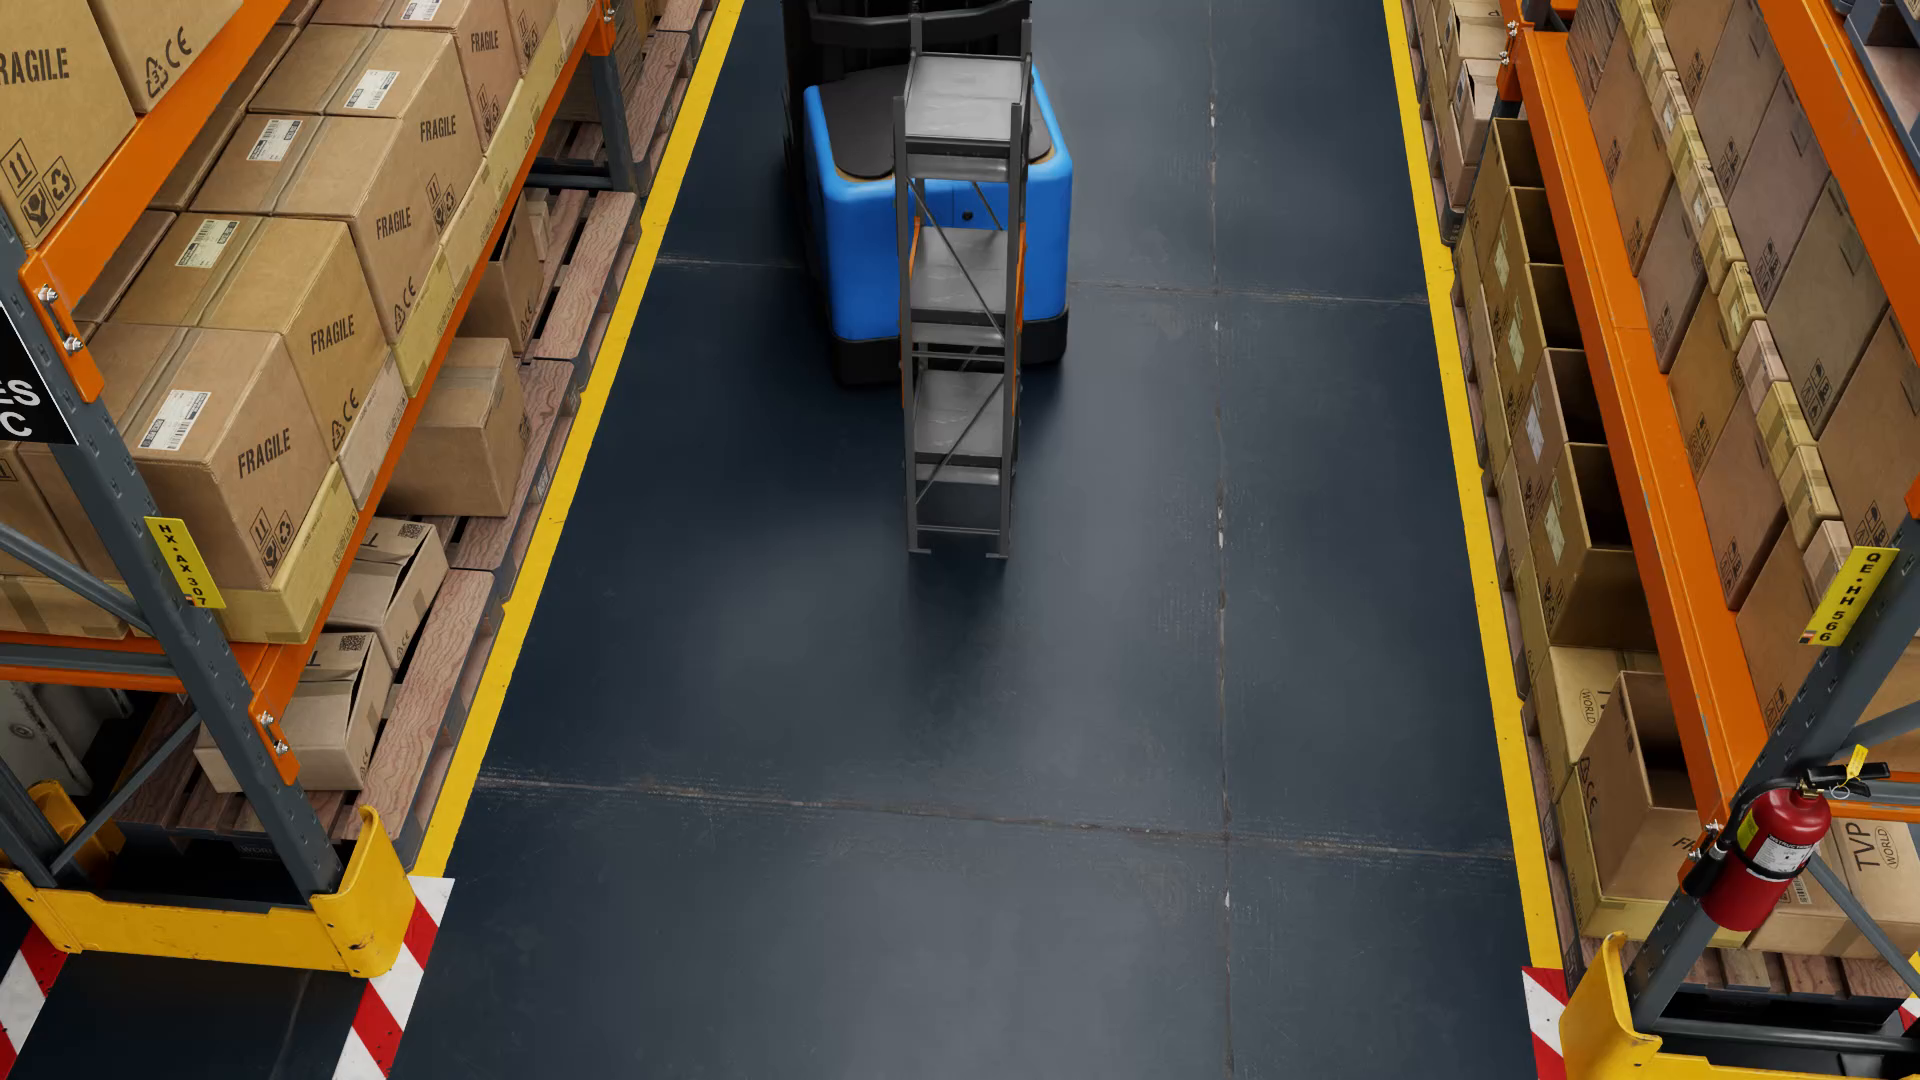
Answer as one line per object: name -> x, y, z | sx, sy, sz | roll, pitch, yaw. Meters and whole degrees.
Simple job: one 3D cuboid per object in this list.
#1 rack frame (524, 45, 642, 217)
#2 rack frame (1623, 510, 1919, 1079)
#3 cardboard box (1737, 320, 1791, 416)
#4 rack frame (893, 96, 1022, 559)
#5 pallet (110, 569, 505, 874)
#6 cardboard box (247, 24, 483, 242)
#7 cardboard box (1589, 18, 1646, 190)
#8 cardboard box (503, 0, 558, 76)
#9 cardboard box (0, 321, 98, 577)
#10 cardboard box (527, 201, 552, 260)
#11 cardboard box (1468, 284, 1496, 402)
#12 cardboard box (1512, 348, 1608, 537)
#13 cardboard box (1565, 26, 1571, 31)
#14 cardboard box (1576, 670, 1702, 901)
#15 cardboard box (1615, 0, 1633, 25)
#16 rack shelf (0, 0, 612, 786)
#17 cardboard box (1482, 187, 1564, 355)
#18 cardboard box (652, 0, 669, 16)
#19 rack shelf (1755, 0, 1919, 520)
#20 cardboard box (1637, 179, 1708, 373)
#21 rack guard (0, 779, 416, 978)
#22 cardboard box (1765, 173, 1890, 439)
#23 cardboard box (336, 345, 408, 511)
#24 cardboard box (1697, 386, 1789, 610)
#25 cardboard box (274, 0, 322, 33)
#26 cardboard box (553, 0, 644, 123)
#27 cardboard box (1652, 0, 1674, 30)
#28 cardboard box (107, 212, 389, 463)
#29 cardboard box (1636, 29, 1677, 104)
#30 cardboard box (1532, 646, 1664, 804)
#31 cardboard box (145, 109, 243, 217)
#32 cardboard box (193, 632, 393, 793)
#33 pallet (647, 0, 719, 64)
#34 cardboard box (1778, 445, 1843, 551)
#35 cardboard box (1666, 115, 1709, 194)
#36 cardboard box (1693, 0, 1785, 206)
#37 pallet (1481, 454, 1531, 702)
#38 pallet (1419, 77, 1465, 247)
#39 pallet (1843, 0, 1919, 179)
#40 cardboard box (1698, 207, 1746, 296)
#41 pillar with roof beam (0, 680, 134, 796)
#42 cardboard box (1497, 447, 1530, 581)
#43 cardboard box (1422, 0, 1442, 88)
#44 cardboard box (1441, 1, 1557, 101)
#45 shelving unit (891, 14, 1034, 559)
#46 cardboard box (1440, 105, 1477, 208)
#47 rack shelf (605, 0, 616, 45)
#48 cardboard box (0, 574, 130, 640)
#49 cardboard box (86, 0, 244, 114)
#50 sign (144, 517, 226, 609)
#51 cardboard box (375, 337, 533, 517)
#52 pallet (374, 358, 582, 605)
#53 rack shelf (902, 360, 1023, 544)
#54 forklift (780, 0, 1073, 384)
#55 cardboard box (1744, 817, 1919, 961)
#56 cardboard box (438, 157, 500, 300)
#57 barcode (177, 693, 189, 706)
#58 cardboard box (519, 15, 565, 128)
rack frame -> -2.076, -2.625, 7.118 | 1.000, 3.000, 0.127 | 4, 48, 4
rack frame -> 2.492, 0.645, 4.128 | 1.000, 3.000, 0.127 | 4, 48, 4
cardboard box -> 2.408, -0.467, 4.637 | 0.380, 0.149, 0.250 | 4, 48, 4
rack frame -> -0.007, -0.651, 5.922 | 0.400, 2.100, 0.015 | 4, 48, 4
pallet -> -2.325, 0.605, 6.054 | 1.003, 0.211, 1.213 | 4, 48, 4
cardboard box -> -1.955, -1.347, 5.529 | 0.500, 0.500, 0.500 | 5, 48, 5
cardboard box -> 2.781, -1.614, 6.126 | 0.700, 0.500, 0.500 | 3, 48, 3
cardboard box -> -1.851, -2.099, 6.217 | 0.500, 0.500, 0.500 | 4, 48, 3
cardboard box -> -2.610, -0.256, 4.531 | 0.500, 0.500, 0.500 | 3, 48, 3
cardboard box -> -2.095, -1.422, 7.640 | 0.380, 0.166, 0.250 | -2, 48, -2
cardboard box -> 2.462, -0.821, 7.047 | 0.500, 0.250, 0.500 | 4, 48, 4
cardboard box -> 2.368, -0.339, 6.098 | 0.500, 0.500, 0.500 | 4, 48, 4
cardboard box -> 3.194, -2.352, 8.067 | 0.500, 0.311, 0.500 | 3, 48, 3
cardboard box -> 2.245, 0.764, 5.089 | 0.500, 0.500, 0.500 | 4, 48, 4
cardboard box -> 2.595, -1.989, 6.029 | 0.380, 0.149, 0.250 | 3, 48, 3
rack shelf -> -2.259, -0.913, 6.039 | 1.077, 0.370, 4.000 | 4, 48, 4
cardboard box -> 2.465, -1.074, 6.770 | 0.500, 0.500, 0.500 | 4, 48, 4
cardboard box -> -1.942, -3.227, 9.065 | 0.700, 0.500, 0.500 | 4, 48, 4
rack shelf -> 2.675, -1.595, 4.630 | 1.077, 0.370, 4.000 | 4, 48, 4
cardboard box -> 2.686, -0.869, 5.444 | 0.700, 0.500, 0.500 | 5, 48, 5
rack guard -> -2.434, 1.102, 5.403 | 1.175, 0.500, 0.348 | 4, 48, 4
cardboard box -> 2.595, -0.595, 4.314 | 0.700, 0.500, 0.500 | 3, 48, 3
cardboard box -> -2.047, -0.362, 5.136 | 0.500, 0.250, 0.500 | 3, 48, 2
cardboard box -> 2.591, -0.117, 4.757 | 0.700, 0.500, 0.500 | 5, 48, 5
cardboard box -> -2.429, -1.757, 5.904 | 0.500, 0.500, 0.500 | 5, 48, 5
cardboard box -> -2.026, -2.472, 8.374 | 0.700, 0.500, 0.500 | 5, 48, 5
cardboard box -> 2.778, -2.068, 5.662 | 0.700, 0.500, 0.500 | 4, 48, 3
cardboard box -> -2.043, -0.588, 4.835 | 0.500, 0.500, 0.500 | 4, 48, 4
cardboard box -> 2.548, -1.612, 5.684 | 0.380, 0.149, 0.250 | 2, 48, 2
cardboard box -> 2.281, 0.649, 5.703 | 0.500, 0.250, 0.500 | 4, 48, 4
cardboard box -> -2.511, -1.005, 5.216 | 0.500, 0.500, 0.500 | 3, 48, 2
cardboard box -> -2.288, 0.571, 5.719 | 0.500, 0.311, 0.500 | -1, 48, -1
pallet -> -1.898, -3.155, 9.493 | 1.003, 0.211, 1.213 | 4, 48, 4
cardboard box -> 2.360, -0.094, 4.296 | 0.380, 0.149, 0.250 | 5, 48, 5
cardboard box -> 2.502, -1.224, 5.330 | 0.380, 0.149, 0.250 | 4, 48, 3
cardboard box -> 2.686, -1.333, 4.990 | 0.700, 0.500, 0.500 | 4, 48, 4
pallet -> 2.634, 0.127, 6.491 | 1.003, 0.211, 1.213 | 4, 48, 4
pallet -> 2.885, -1.898, 8.342 | 1.003, 0.211, 1.213 | 4, 48, 4
pallet -> 2.583, -0.856, 3.527 | 1.003, 0.211, 1.213 | 4, 48, 4
cardboard box -> 2.454, -0.853, 4.990 | 0.380, 0.149, 0.250 | 5, 48, 5
pillar with roof beam -> 1.049, -1.993, 2.475 | 9.100, 9.000, 0.400 | 4, 48, 4
cardboard box -> 2.372, -0.086, 6.375 | 0.500, 0.250, 0.500 | 4, 48, 4
cardboard box -> 2.700, -2.580, 8.656 | 0.500, 0.250, 0.500 | 5, 48, 4
cardboard box -> 2.650, -2.397, 8.109 | 0.500, 0.311, 0.500 | 5, 48, 5
shelving unit -> 0.015, -0.830, 6.086 | 0.431, 2.100, 0.503 | 4, 48, 4
cardboard box -> 2.606, -1.833, 7.972 | 0.500, 0.250, 0.500 | 3, 48, 3
rack shelf -> -1.894, -3.852, 8.728 | 1.077, 0.370, 4.000 | 4, 48, 4
cardboard box -> -2.591, 0.002, 4.804 | 0.500, 0.250, 0.500 | 4, 48, 4
cardboard box -> -2.077, -1.360, 3.847 | 0.500, 0.500, 0.500 | 7, 48, 6
sign -> -1.901, 0.058, 4.077 | 0.100, 0.325, 0.005 | 4, 48, 4
cardboard box -> -2.120, -0.448, 6.522 | 0.700, 0.500, 0.500 | 1, 48, 1
pallet -> -2.211, -0.289, 6.871 | 1.003, 0.211, 1.213 | 4, 48, 4
rack shelf -> 0.015, -0.349, 6.613 | 0.431, 0.518, 0.480 | 4, 48, 4
forklift -> -0.288, -2.777, 7.303 | 1.130, 2.935, 3.031 | -7, 48, -7
cardboard box -> 2.763, 1.052, 5.334 | 0.500, 0.250, 0.500 | 4, 48, 4
cardboard box -> -1.947, -1.107, 5.818 | 0.500, 0.250, 0.500 | 4, 48, 4
barcode -> -2.685, 0.528, 5.752 | 0.001, 0.075, 0.075 | 4, 48, 4
cardboard box -> -1.871, -1.847, 6.495 | 0.500, 0.250, 0.500 | 4, 48, 4
